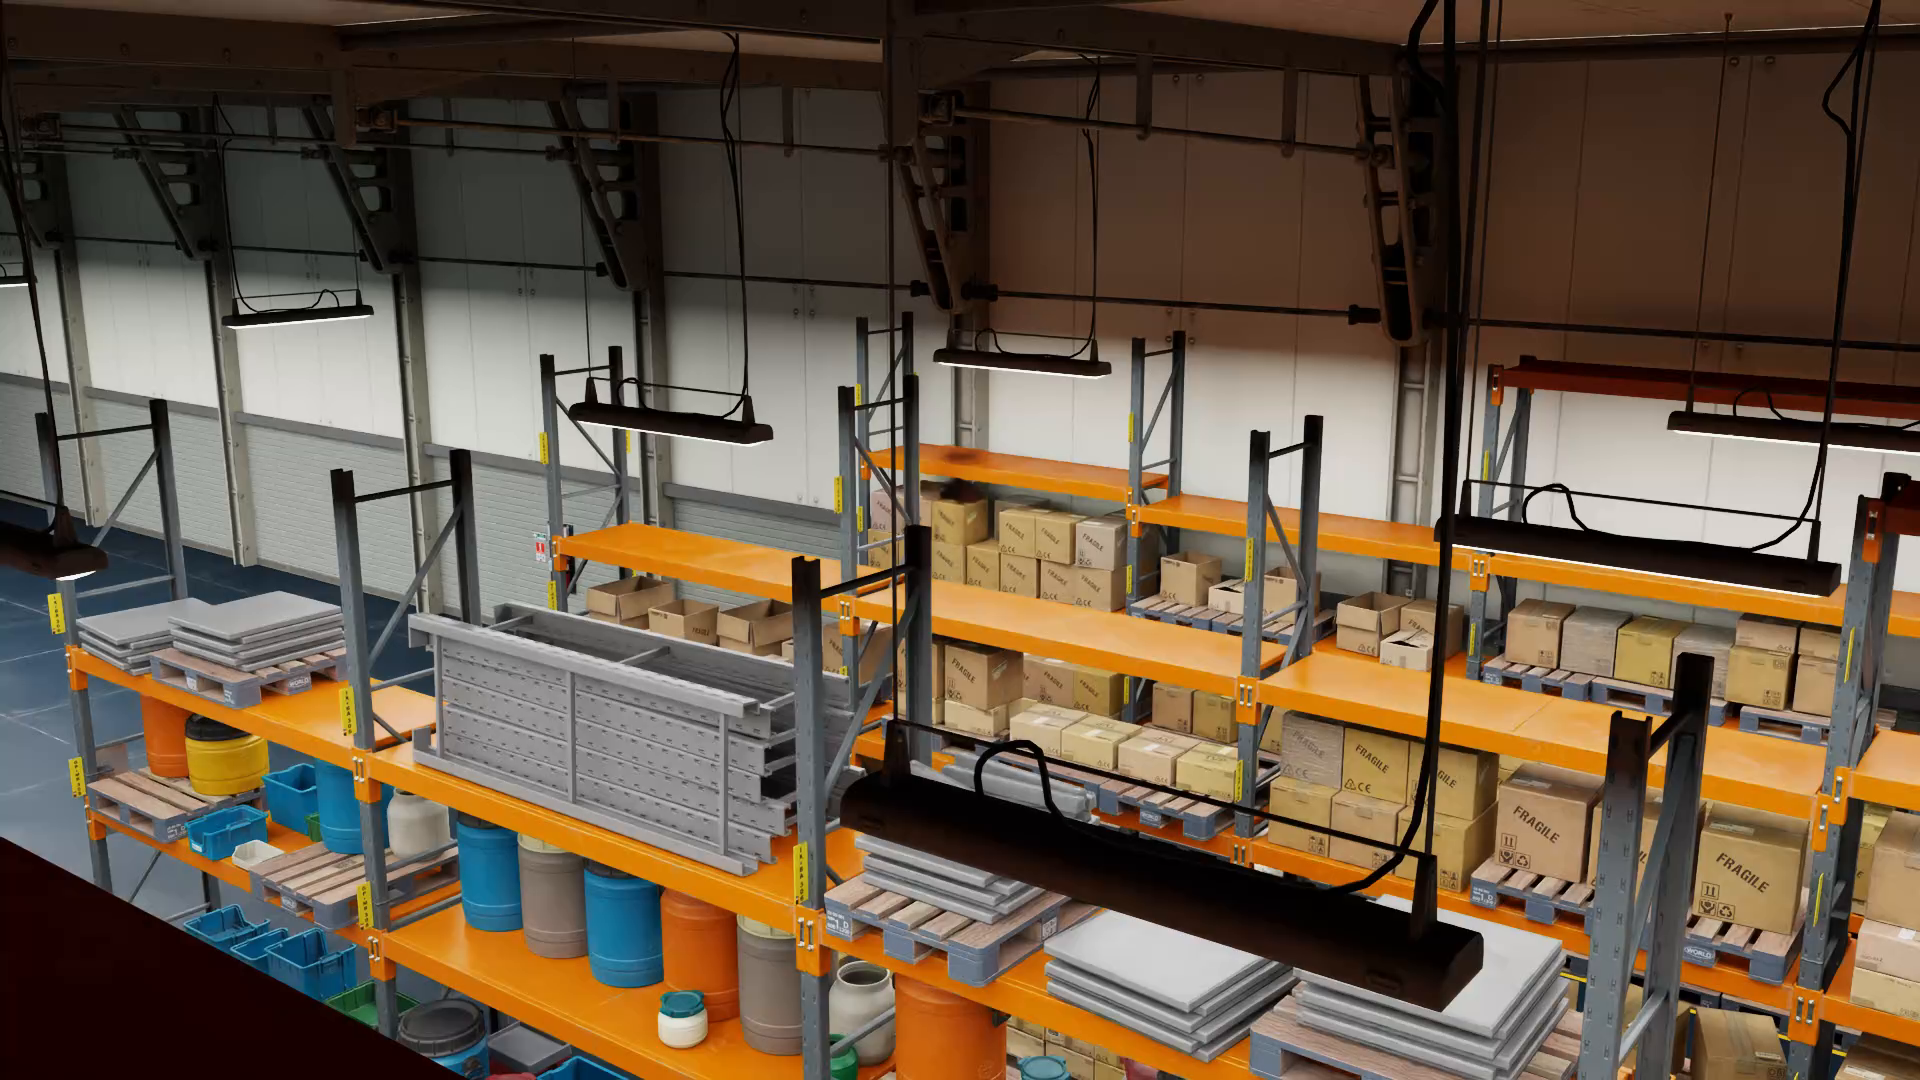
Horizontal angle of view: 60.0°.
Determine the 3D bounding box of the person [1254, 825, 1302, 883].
[{"bbox_3d":[2.925,3.558,16.148,1.003,1.747,0.641,9,16,35],"label":"person"}]
